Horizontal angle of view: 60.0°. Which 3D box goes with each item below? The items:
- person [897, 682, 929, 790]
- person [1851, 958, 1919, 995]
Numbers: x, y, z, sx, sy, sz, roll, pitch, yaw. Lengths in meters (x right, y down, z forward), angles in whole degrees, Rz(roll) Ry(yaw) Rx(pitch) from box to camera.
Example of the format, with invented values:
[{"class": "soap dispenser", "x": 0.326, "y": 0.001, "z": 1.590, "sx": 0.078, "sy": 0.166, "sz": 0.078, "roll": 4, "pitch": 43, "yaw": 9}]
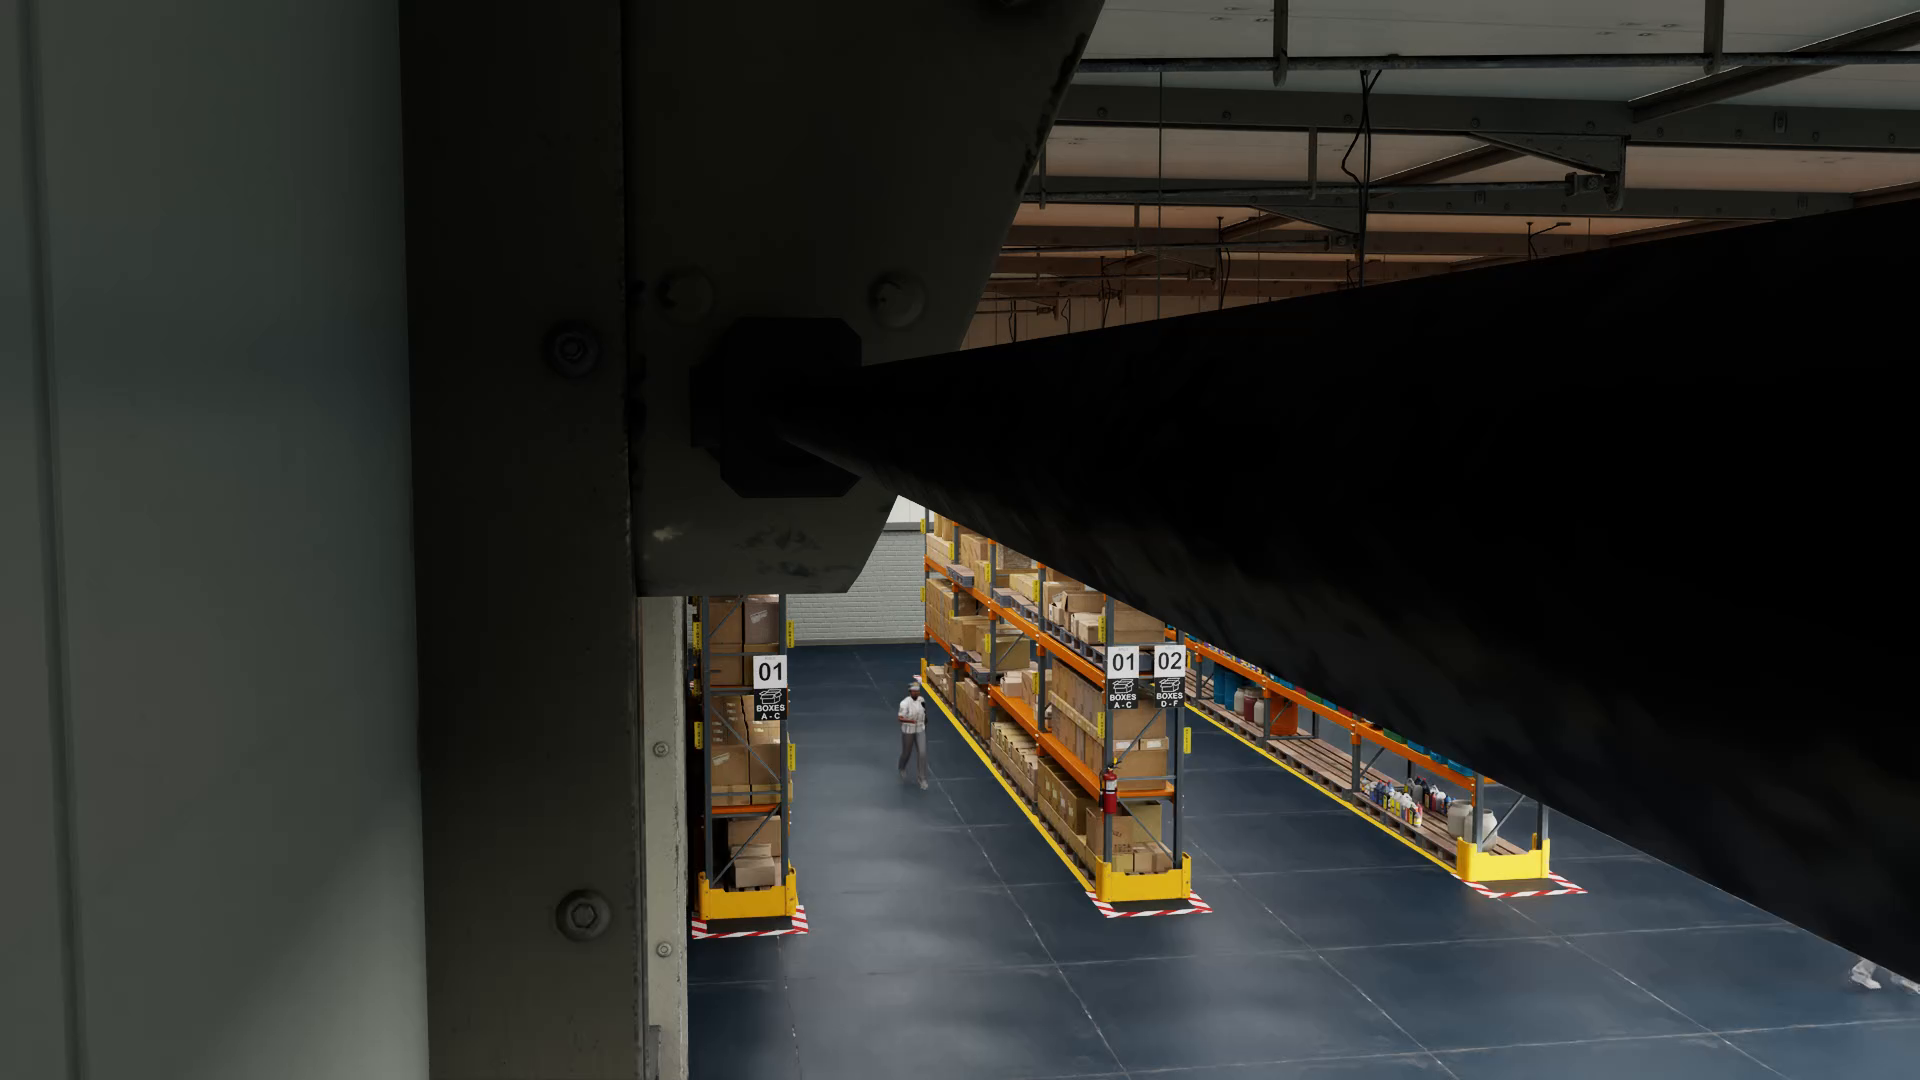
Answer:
[{"class": "person", "x": -0.768, "y": 3.117, "z": 26.897, "sx": 0.539, "sy": 1.705, "sz": 0.899, "roll": -2, "pitch": 5, "yaw": -21}, {"class": "person", "x": 9.823, "y": 3.914, "z": 17.458, "sx": 0.801, "sy": 1.836, "sz": 0.643, "roll": 1, "pitch": 5, "yaw": 16}]
